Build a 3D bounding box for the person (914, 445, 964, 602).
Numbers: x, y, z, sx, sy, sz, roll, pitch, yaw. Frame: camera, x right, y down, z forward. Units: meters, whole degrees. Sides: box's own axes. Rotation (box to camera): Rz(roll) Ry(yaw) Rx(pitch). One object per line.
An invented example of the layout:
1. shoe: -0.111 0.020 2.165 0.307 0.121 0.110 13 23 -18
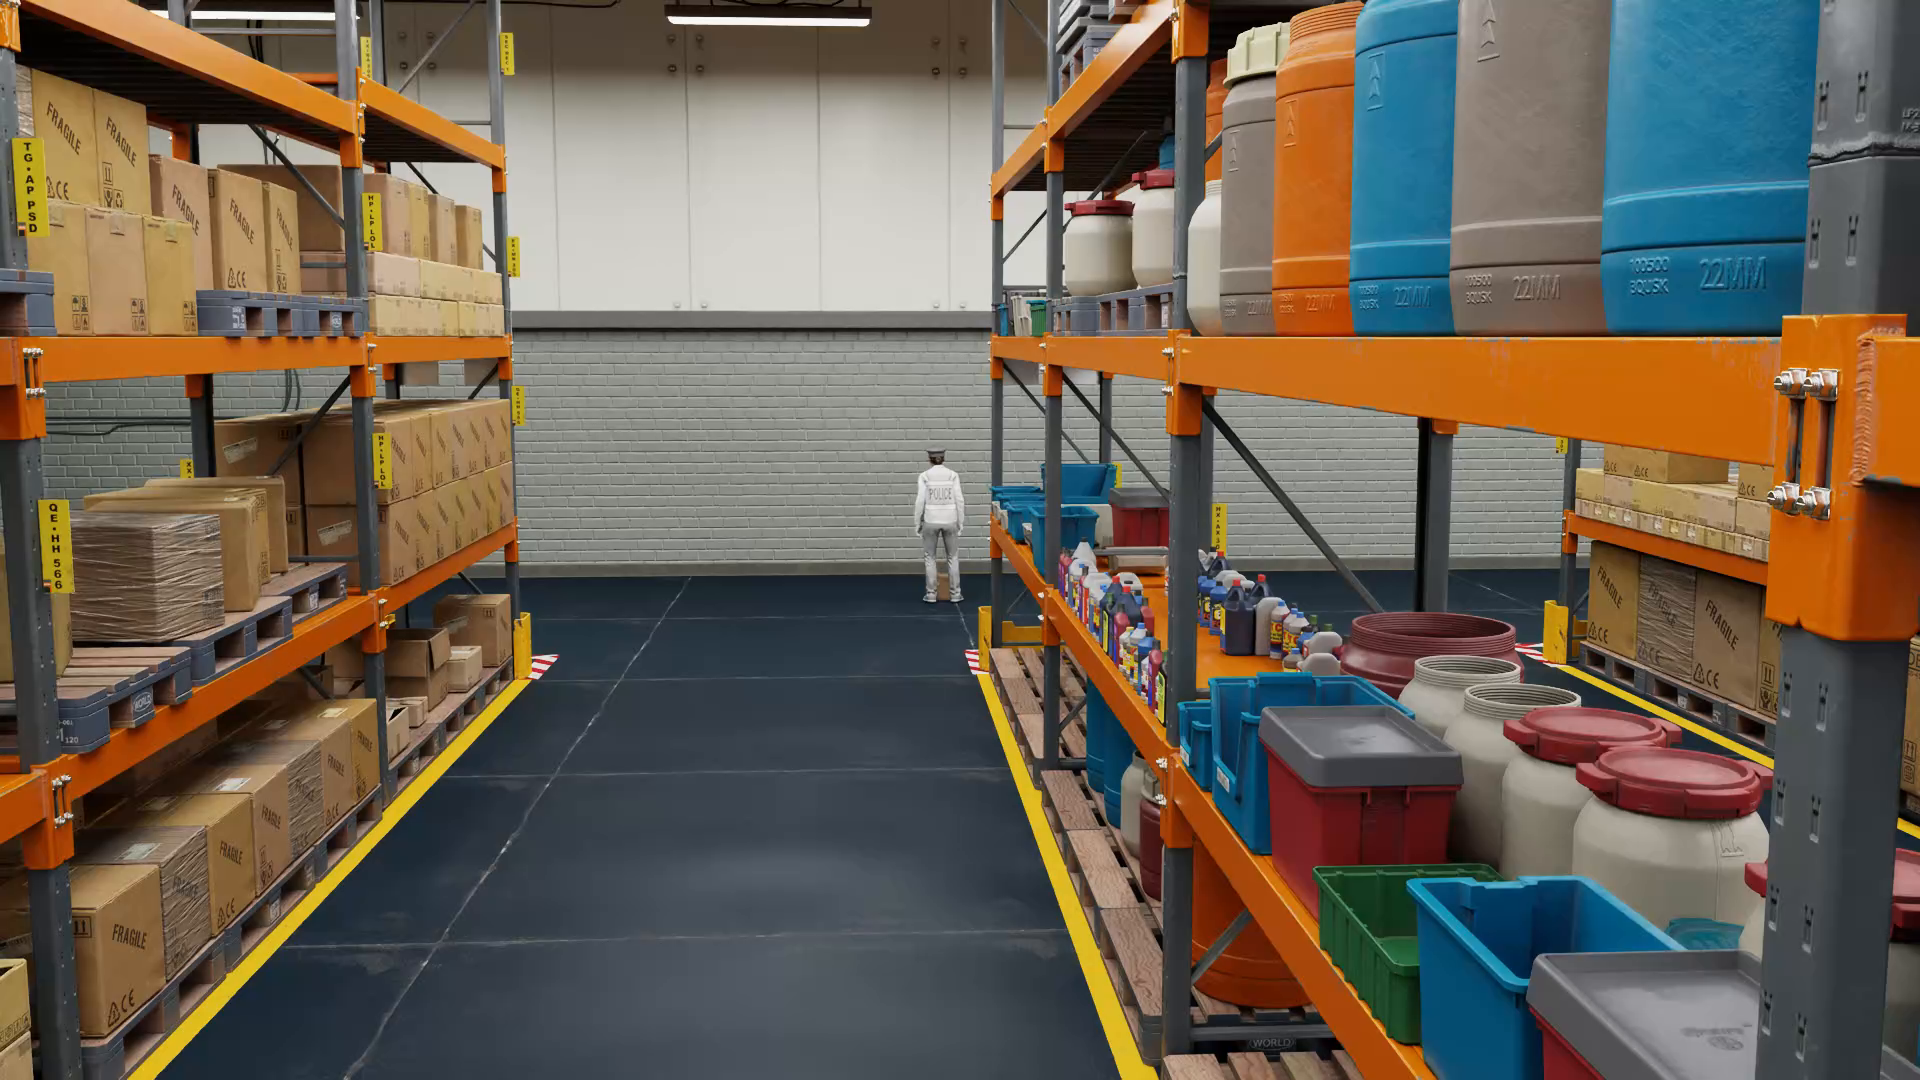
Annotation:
1. person: -0.218 -0.166 17.600 0.539 1.662 0.374 -1 7 -7
